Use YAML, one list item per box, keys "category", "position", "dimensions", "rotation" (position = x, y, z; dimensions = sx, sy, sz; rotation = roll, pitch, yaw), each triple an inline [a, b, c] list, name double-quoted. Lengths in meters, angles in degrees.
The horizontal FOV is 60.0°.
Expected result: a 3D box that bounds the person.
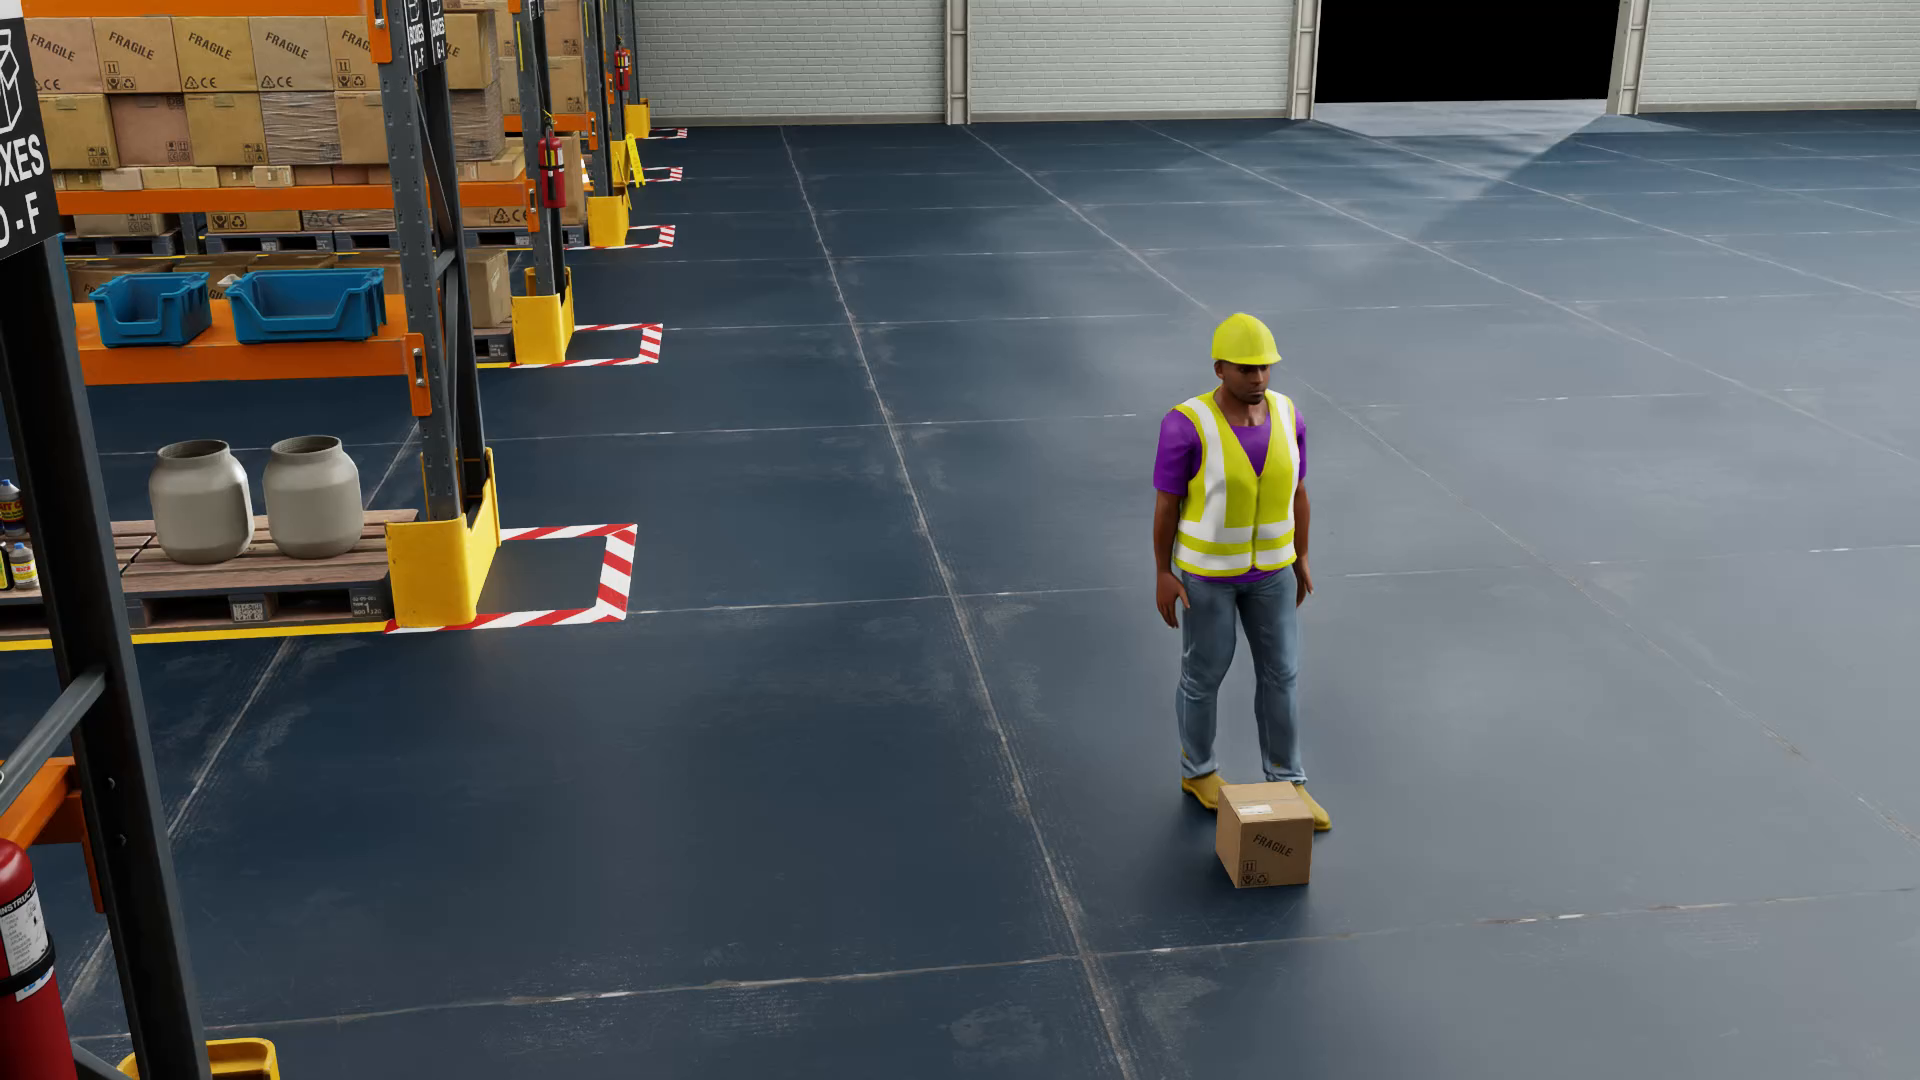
- category: "person"
  position: [0.978, 0.131, 5.651]
  dimensions: [0.583, 1.774, 0.548]
  rotation: [-6, 21, -16]
